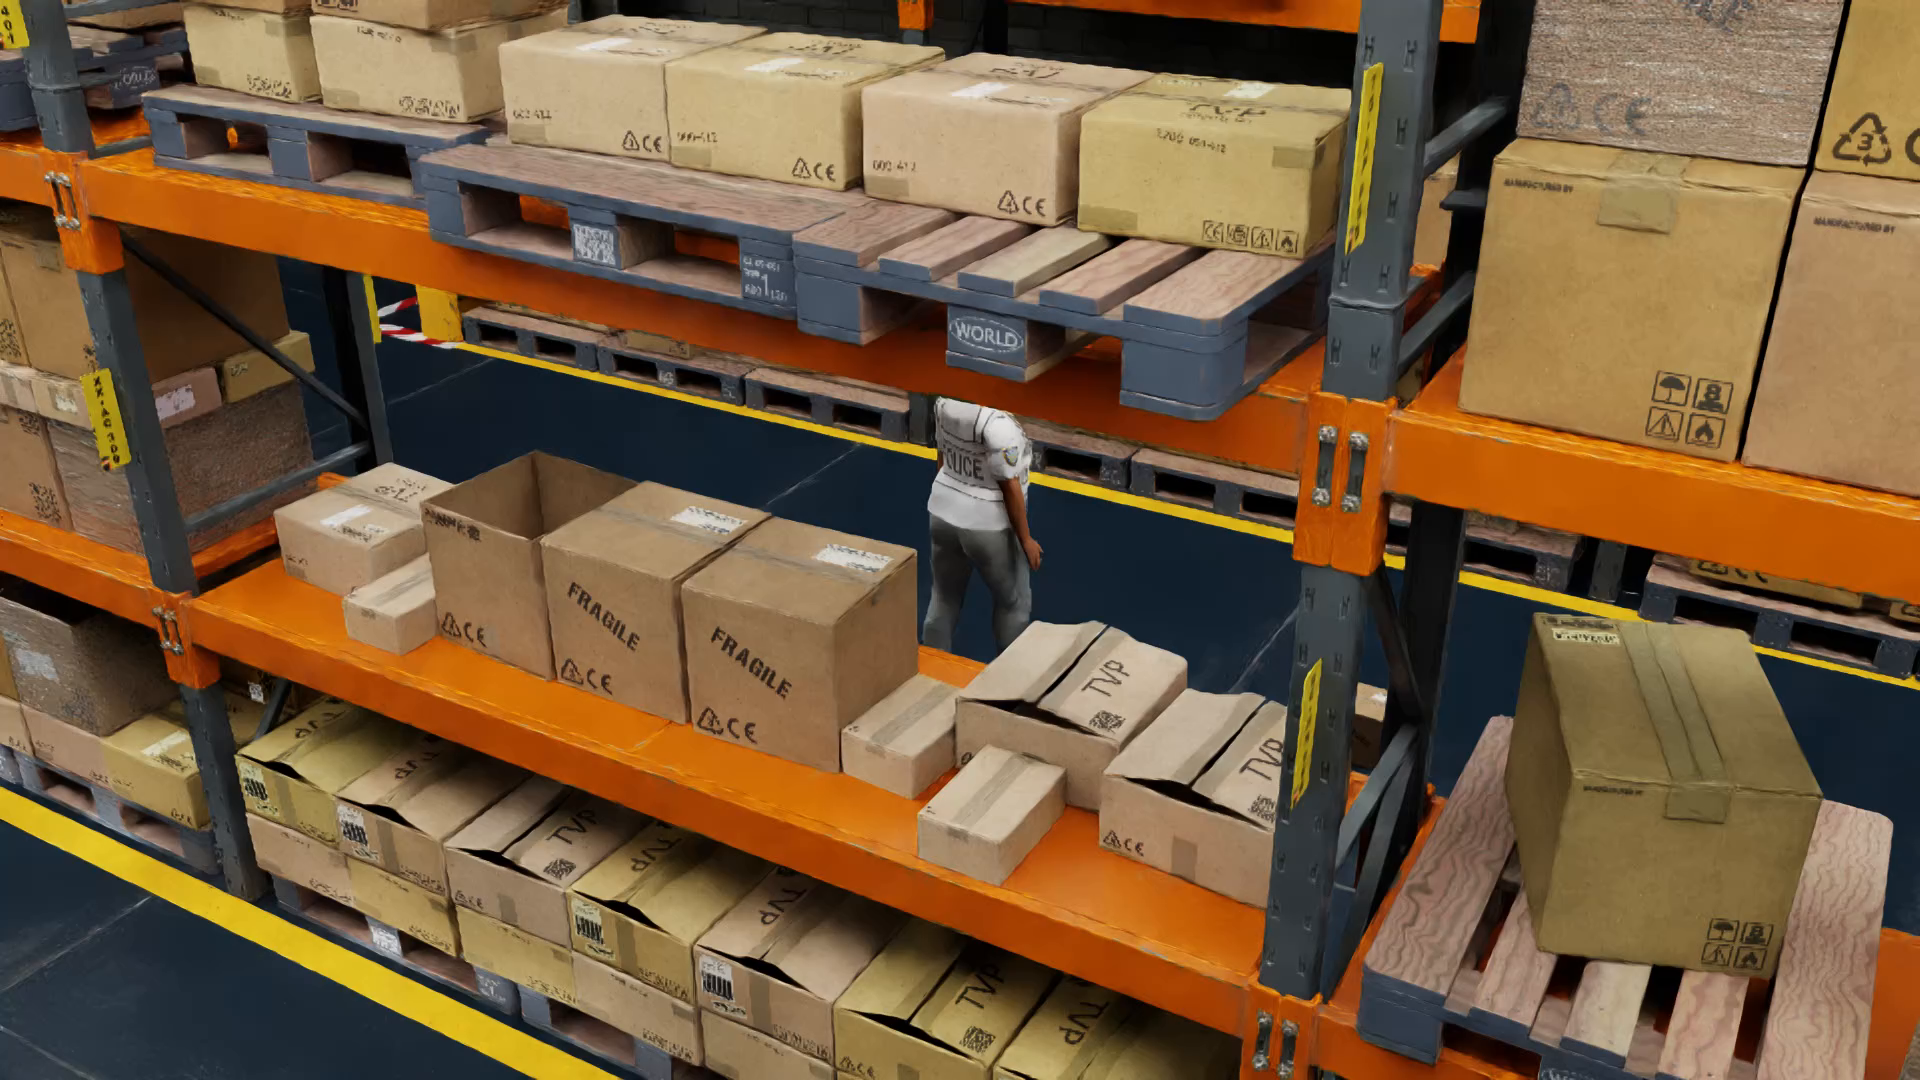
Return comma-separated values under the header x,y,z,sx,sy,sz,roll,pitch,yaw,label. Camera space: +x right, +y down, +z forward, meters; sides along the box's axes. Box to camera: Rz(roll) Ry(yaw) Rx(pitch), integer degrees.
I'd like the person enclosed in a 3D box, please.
x,y,z,sx,sy,sz,roll,pitch,yaw,label
0.131,-0.083,7.233,0.604,1.658,0.564,24,35,39,person
